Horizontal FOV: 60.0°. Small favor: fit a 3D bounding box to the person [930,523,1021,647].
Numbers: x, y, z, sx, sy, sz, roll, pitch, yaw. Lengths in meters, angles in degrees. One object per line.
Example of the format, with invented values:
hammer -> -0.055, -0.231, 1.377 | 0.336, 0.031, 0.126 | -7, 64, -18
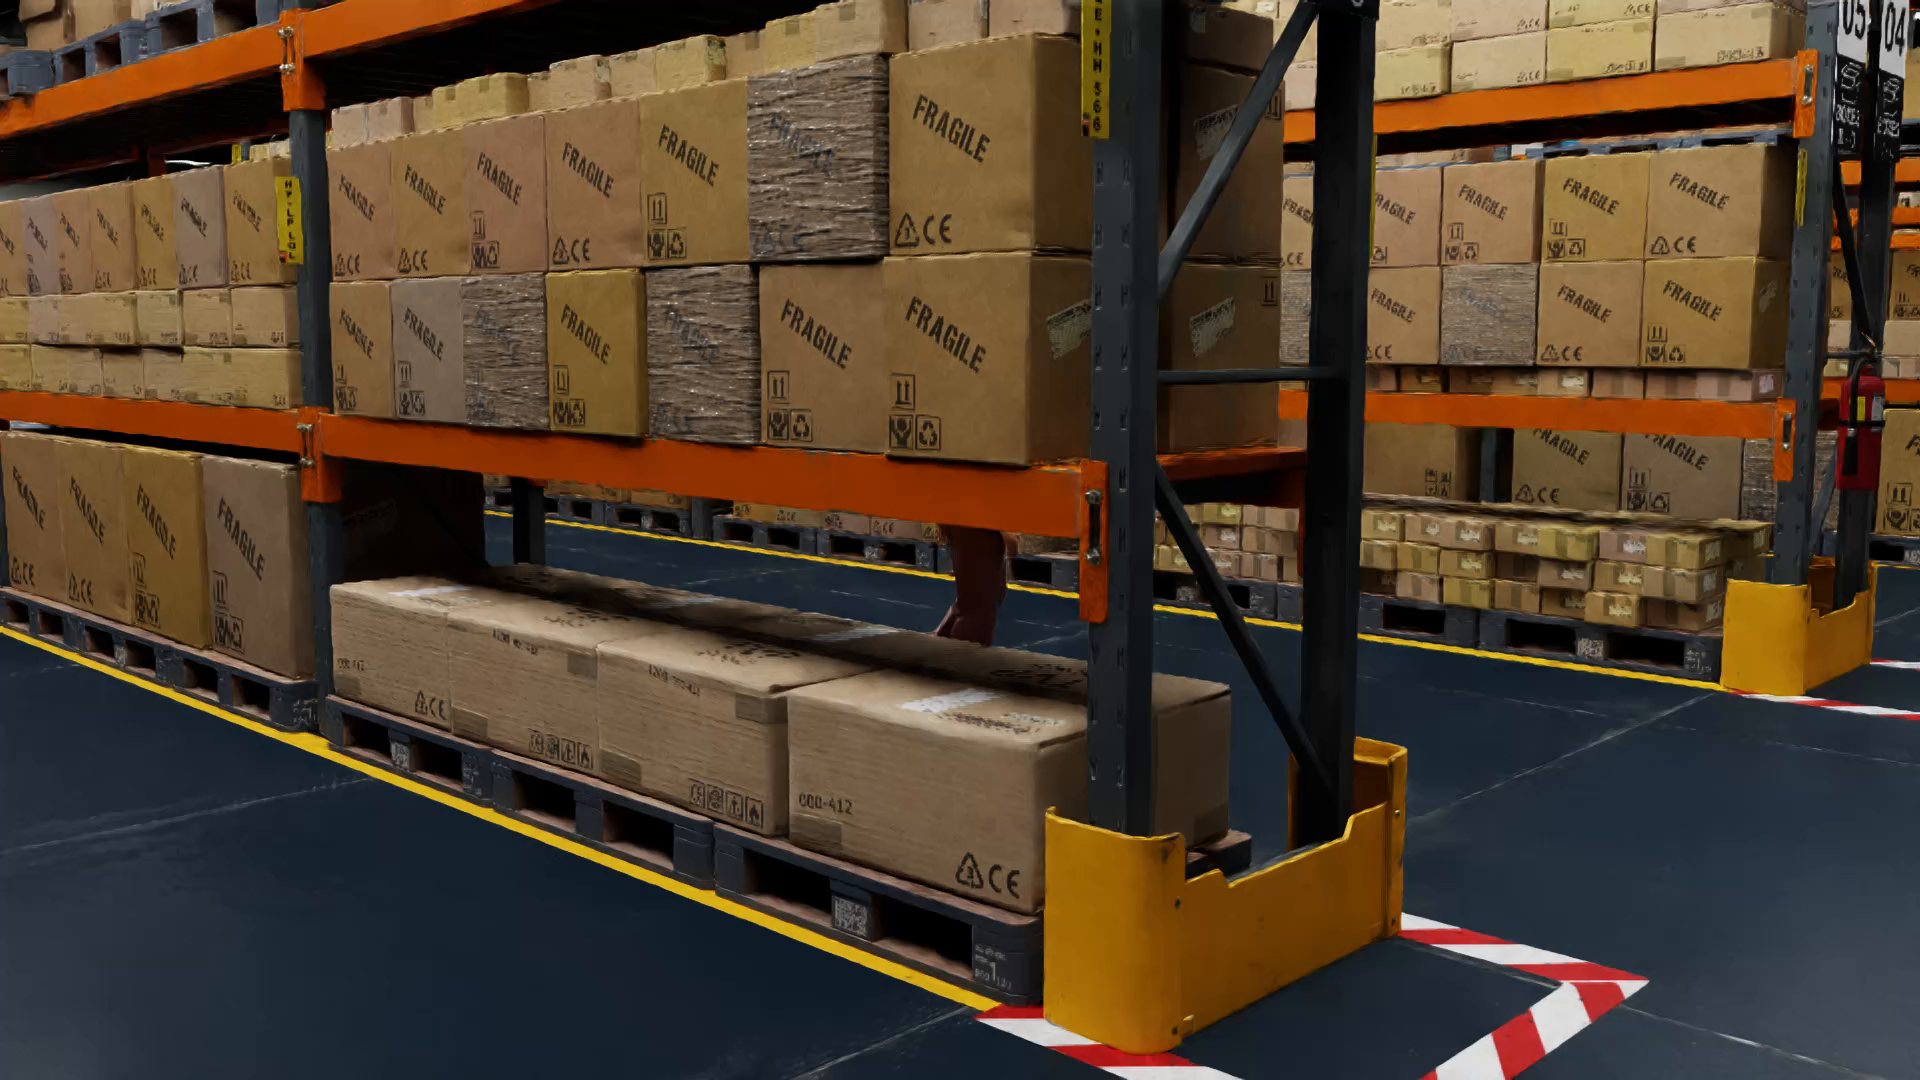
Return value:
person -> 0.035, -0.059, 6.731 | 0.478, 1.653, 0.525 | -2, 7, -15
